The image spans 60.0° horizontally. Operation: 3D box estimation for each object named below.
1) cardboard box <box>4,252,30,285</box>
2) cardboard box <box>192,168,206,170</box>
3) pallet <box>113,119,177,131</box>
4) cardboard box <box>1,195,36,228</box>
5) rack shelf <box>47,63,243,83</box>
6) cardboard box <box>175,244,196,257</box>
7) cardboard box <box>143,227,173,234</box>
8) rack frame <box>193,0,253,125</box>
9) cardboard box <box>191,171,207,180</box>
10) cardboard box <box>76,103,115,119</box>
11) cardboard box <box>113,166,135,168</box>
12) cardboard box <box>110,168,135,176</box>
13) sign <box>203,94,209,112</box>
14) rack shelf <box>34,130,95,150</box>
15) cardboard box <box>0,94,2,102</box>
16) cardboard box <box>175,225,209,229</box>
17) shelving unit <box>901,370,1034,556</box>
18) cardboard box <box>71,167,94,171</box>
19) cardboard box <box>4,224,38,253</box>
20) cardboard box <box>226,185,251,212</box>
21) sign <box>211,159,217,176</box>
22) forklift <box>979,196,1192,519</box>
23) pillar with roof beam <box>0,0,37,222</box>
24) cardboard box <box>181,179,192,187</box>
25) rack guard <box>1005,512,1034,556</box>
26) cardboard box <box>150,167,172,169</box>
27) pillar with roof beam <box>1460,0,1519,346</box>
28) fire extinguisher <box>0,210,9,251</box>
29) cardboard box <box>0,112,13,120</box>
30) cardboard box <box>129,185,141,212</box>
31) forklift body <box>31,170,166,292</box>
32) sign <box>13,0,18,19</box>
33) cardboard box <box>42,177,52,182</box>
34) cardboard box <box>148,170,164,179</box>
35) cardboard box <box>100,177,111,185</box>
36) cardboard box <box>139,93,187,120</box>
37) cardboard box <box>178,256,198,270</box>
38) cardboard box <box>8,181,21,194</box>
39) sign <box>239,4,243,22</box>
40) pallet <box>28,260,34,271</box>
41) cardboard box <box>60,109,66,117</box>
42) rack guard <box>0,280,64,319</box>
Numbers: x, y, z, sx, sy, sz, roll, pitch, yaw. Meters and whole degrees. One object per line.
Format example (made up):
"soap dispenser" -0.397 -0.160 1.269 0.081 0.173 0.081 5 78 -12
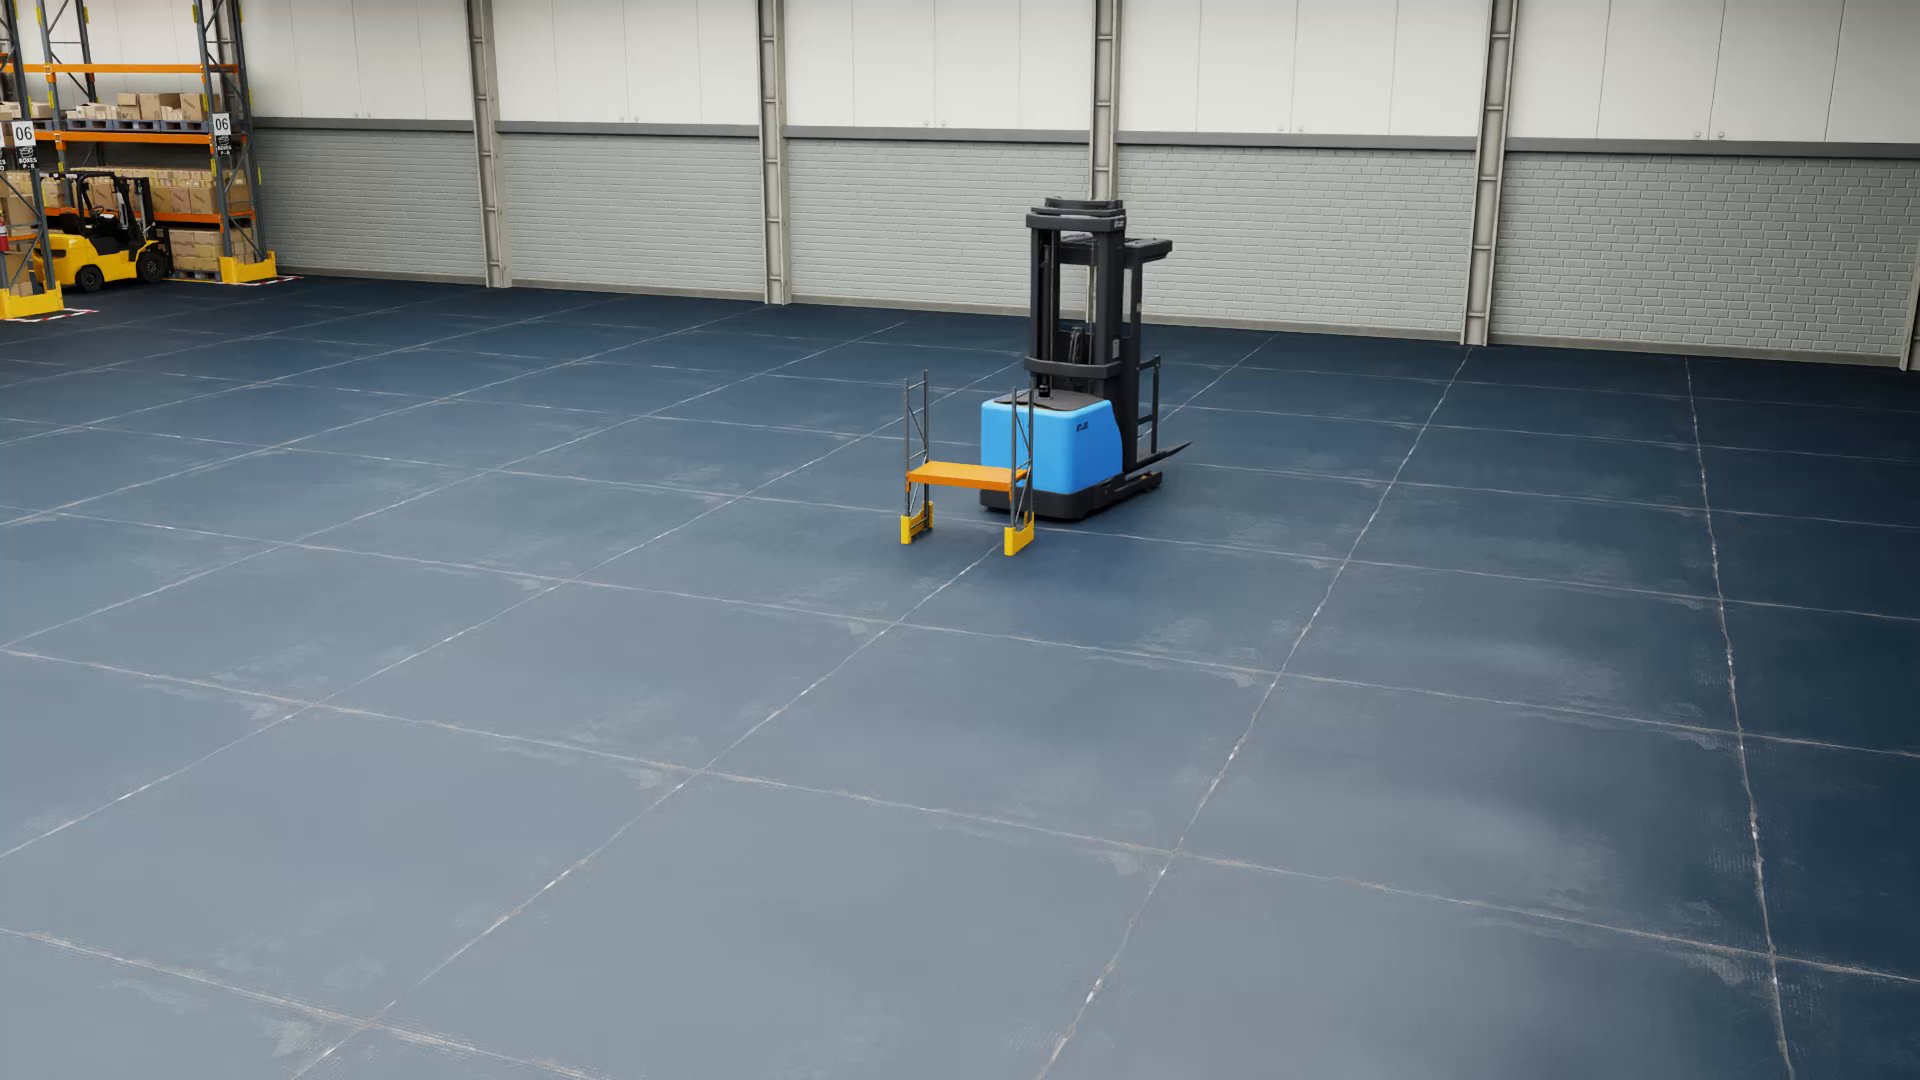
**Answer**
"cardboard box" -16.589 -4.720 28.887 0.500 0.500 0.500 6 17 19
"cardboard box" -15.040 -7.291 33.030 0.250 0.149 0.380 6 17 21
"pallet" -15.887 -8.212 32.858 1.213 0.211 1.003 6 17 21
"cardboard box" -16.256 -5.634 28.487 0.500 0.500 0.500 6 17 20
"rack shelf" -15.960 -9.158 32.588 4.000 0.370 1.077 6 17 21
"cardboard box" -15.130 -5.754 32.897 0.500 0.250 0.500 6 17 20
"cardboard box" -16.061 -6.091 33.161 0.500 0.250 0.500 6 17 20
"rack frame" -14.100 -9.491 31.727 0.127 3.000 1.000 6 17 21
"cardboard box" -14.751 -7.112 32.415 0.250 0.149 0.380 6 17 21
"cardboard box" -17.136 -8.519 32.984 0.500 0.311 0.500 7 17 22
"cardboard box" -16.943 -7.508 33.778 0.250 0.149 0.380 6 17 20
"cardboard box" -16.663 -7.313 33.107 0.250 0.149 0.380 6 17 20
"sign" -14.312 -8.299 31.553 0.005 0.325 0.100 6 17 21
"rack shelf" -19.681 -8.319 34.360 4.000 0.370 1.077 6 17 21
"cardboard box" -20.010 -8.926 34.046 0.500 0.500 0.500 7 17 22
"cardboard box" -15.405 -6.174 33.446 0.500 0.250 0.500 6 17 20
"shelving unit" 0.071 -0.712 14.938 1.083 1.500 0.587 6 17 21
"cardboard box" -17.633 -7.412 33.450 0.250 0.149 0.380 7 17 22
"cardboard box" -19.729 -6.289 34.963 0.625 0.625 0.875 6 17 18
"cardboard box" -14.459 -6.781 32.972 0.500 0.500 0.500 7 18 22
"sign" -14.312 -7.141 31.889 0.005 0.325 0.100 6 17 21
"forklift" 1.413 -1.959 16.665 1.130 2.935 3.031 10 19 32
"pillar with roof beam" -21.578 -9.294 31.046 0.400 9.000 9.100 6 17 21
"cardboard box" -14.993 -6.994 32.541 0.250 0.149 0.380 7 17 22
"rack guard" 0.534 -0.061 14.936 0.087 0.250 0.587 6 17 21
"cardboard box" -16.009 -7.394 33.387 0.250 0.149 0.380 7 18 22
"pillar with roof beam" 6.330 -6.225 20.475 0.400 9.000 9.100 6 17 21
"fire extinguisher" -15.980 -5.154 27.686 0.183 0.674 0.296 6 17 21
"cardboard box" -16.173 -7.115 27.941 0.250 0.149 0.380 6 17 20
"cardboard box" -16.082 -6.797 33.027 0.500 0.500 0.500 6 17 21
"forklift body" -16.533 -5.924 31.720 1.214 2.155 2.313 6 17 21
"sign" -15.718 -8.831 27.635 0.005 0.325 0.100 6 17 21
"cardboard box" -18.467 -7.378 33.865 0.250 0.149 0.380 6 17 20
"cardboard box" -15.734 -7.199 32.716 0.250 0.149 0.380 7 17 22
"cardboard box" -16.924 -7.188 33.211 0.250 0.149 0.380 7 17 22
"cardboard box" -15.517 -8.461 32.447 0.500 0.500 0.700 6 17 21
"cardboard box" -15.112 -5.511 32.955 0.500 0.250 0.500 6 17 21
"cardboard box" -19.326 -7.276 34.229 0.500 0.250 0.500 7 17 22
"sign" -13.890 -10.159 32.068 0.005 0.325 0.100 6 17 21
"pallet" -18.520 -5.746 34.586 1.213 0.211 1.003 6 17 21
"cardboard box" -18.538 -8.727 33.992 0.250 0.149 0.380 6 17 21
"rack guard" -15.988 -4.130 28.503 0.348 0.500 1.175 6 17 21
